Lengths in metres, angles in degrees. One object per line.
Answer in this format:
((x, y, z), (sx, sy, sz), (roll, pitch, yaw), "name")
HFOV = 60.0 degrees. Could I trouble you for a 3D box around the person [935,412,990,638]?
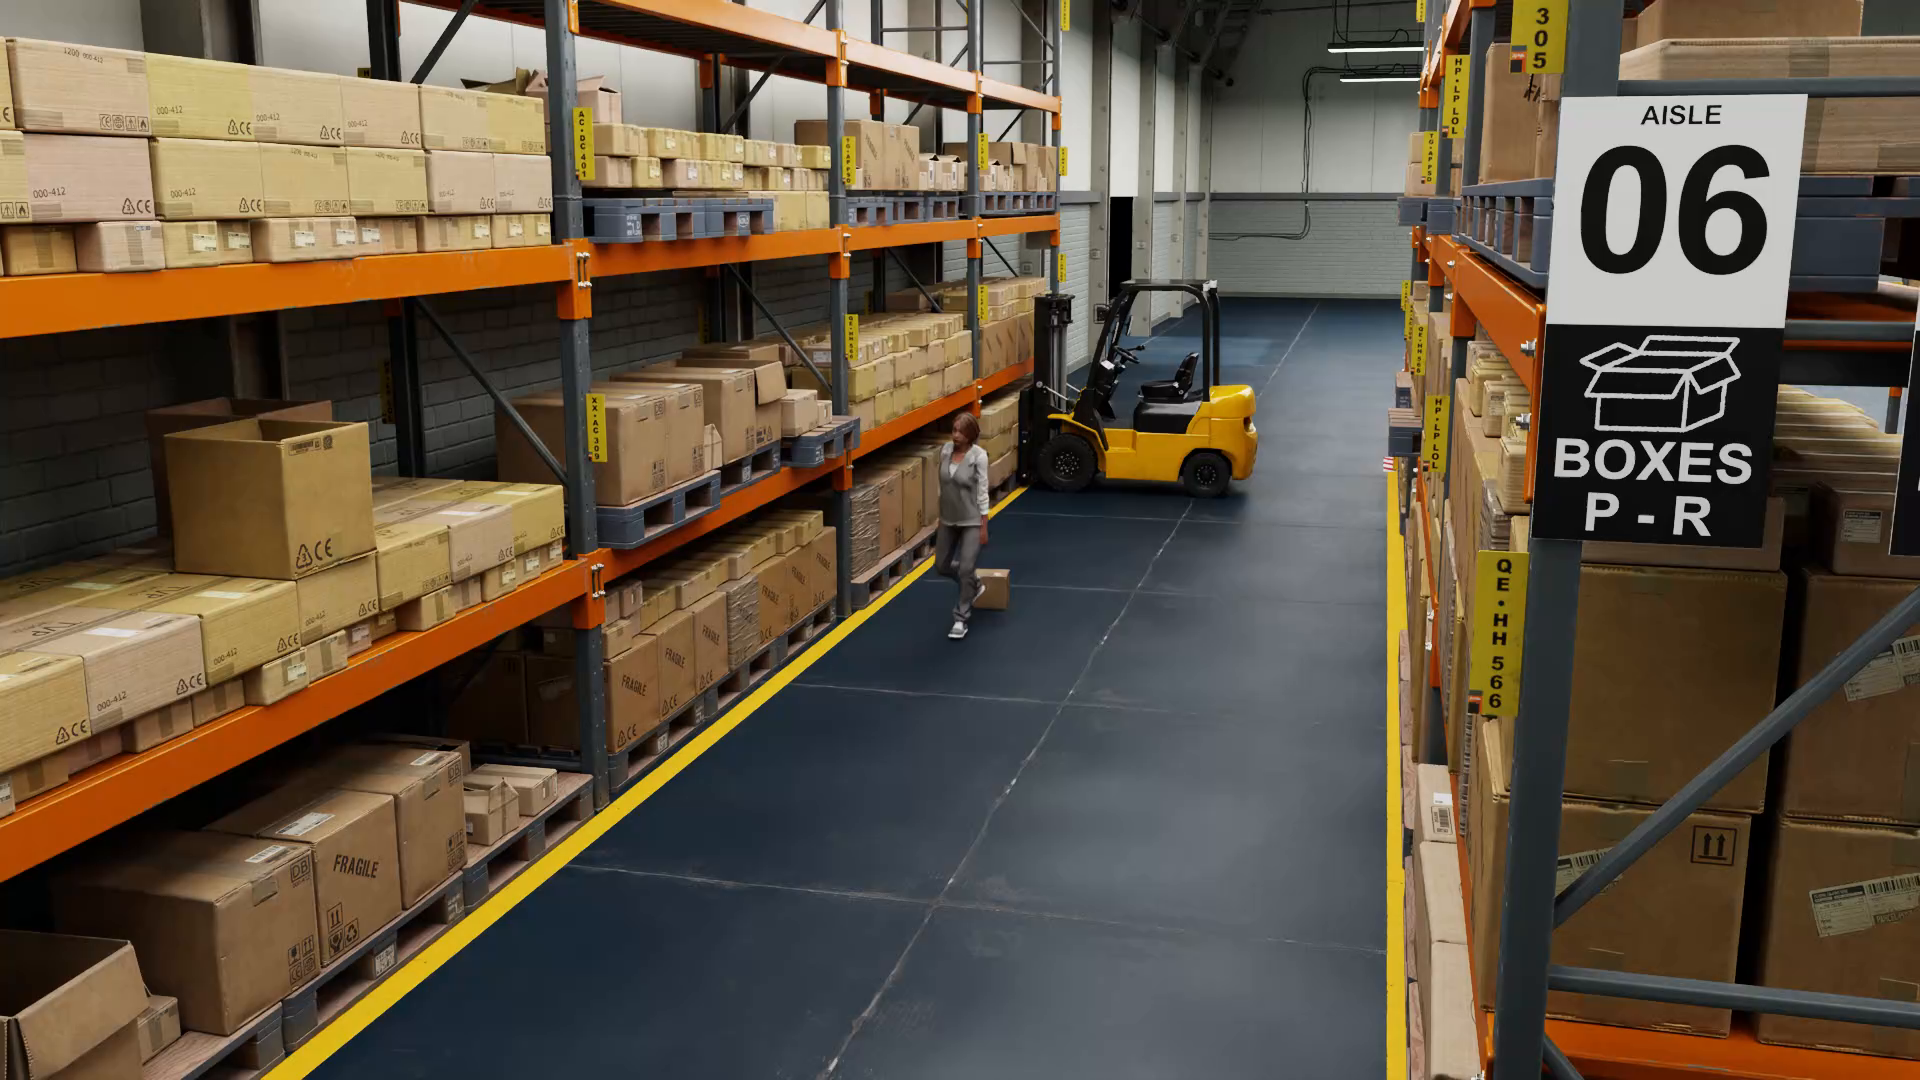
((0.067, -0.132, 11.604), (0.449, 1.578, 0.596), (7, 14, 30), "person")
